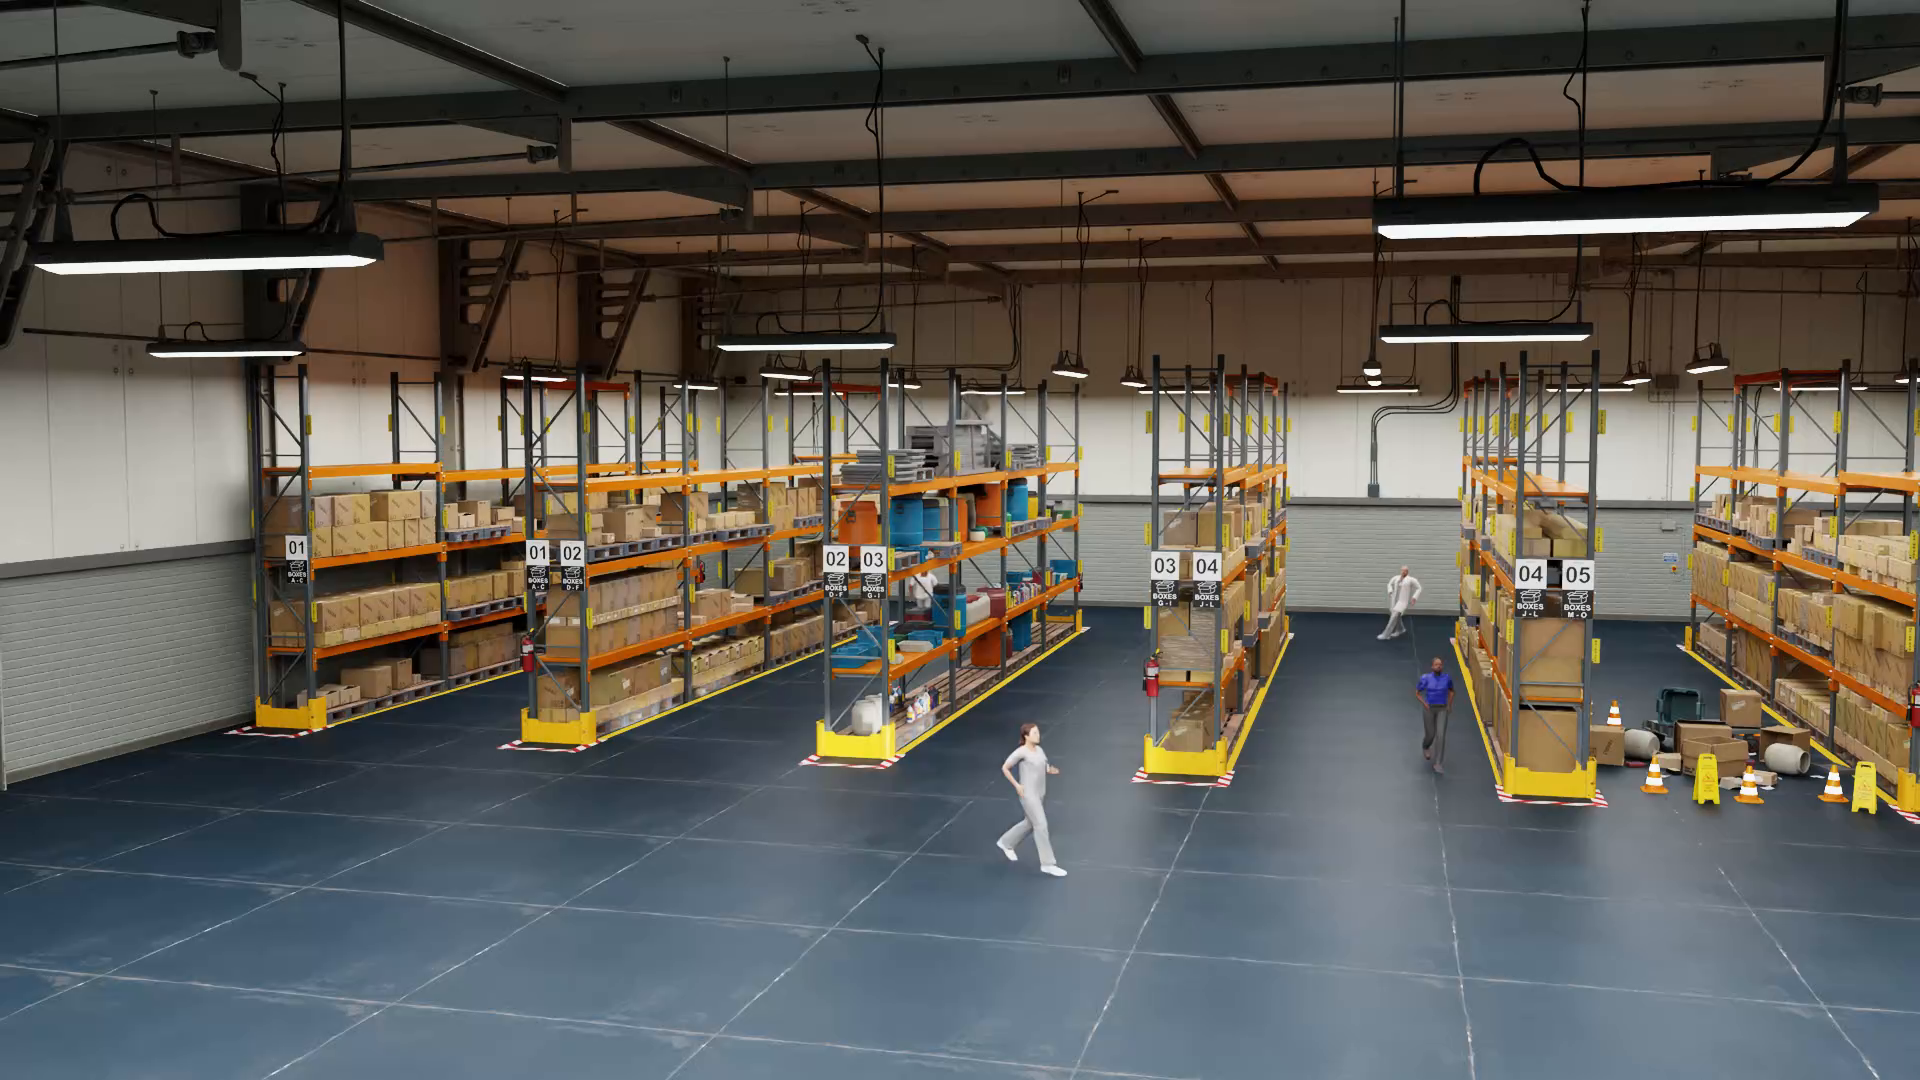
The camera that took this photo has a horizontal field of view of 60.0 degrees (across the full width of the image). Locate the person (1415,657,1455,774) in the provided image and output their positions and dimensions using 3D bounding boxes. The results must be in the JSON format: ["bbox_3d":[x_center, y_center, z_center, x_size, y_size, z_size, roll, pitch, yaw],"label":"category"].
[{"bbox_3d":[6.932,2.518,24.260,0.591,1.649,0.831,0,4,7],"label":"person"}]

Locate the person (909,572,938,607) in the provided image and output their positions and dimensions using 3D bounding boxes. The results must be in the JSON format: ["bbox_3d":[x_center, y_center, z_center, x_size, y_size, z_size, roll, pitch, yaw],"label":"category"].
[{"bbox_3d":[-0.868,1.388,40.112,0.717,1.730,0.609,0,4,3],"label":"person"}]

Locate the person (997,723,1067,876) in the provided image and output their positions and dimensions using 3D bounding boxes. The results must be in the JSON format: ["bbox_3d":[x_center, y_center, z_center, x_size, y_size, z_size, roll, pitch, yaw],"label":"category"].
[{"bbox_3d":[0.809,2.861,18.574,0.927,1.655,0.564,3,5,34],"label":"person"}]

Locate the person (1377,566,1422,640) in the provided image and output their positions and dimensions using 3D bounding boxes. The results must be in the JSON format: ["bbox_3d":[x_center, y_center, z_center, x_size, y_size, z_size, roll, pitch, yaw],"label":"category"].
[{"bbox_3d":[10.109,1.556,38.375,1.134,1.470,0.792,-3,5,-36],"label":"person"}]
